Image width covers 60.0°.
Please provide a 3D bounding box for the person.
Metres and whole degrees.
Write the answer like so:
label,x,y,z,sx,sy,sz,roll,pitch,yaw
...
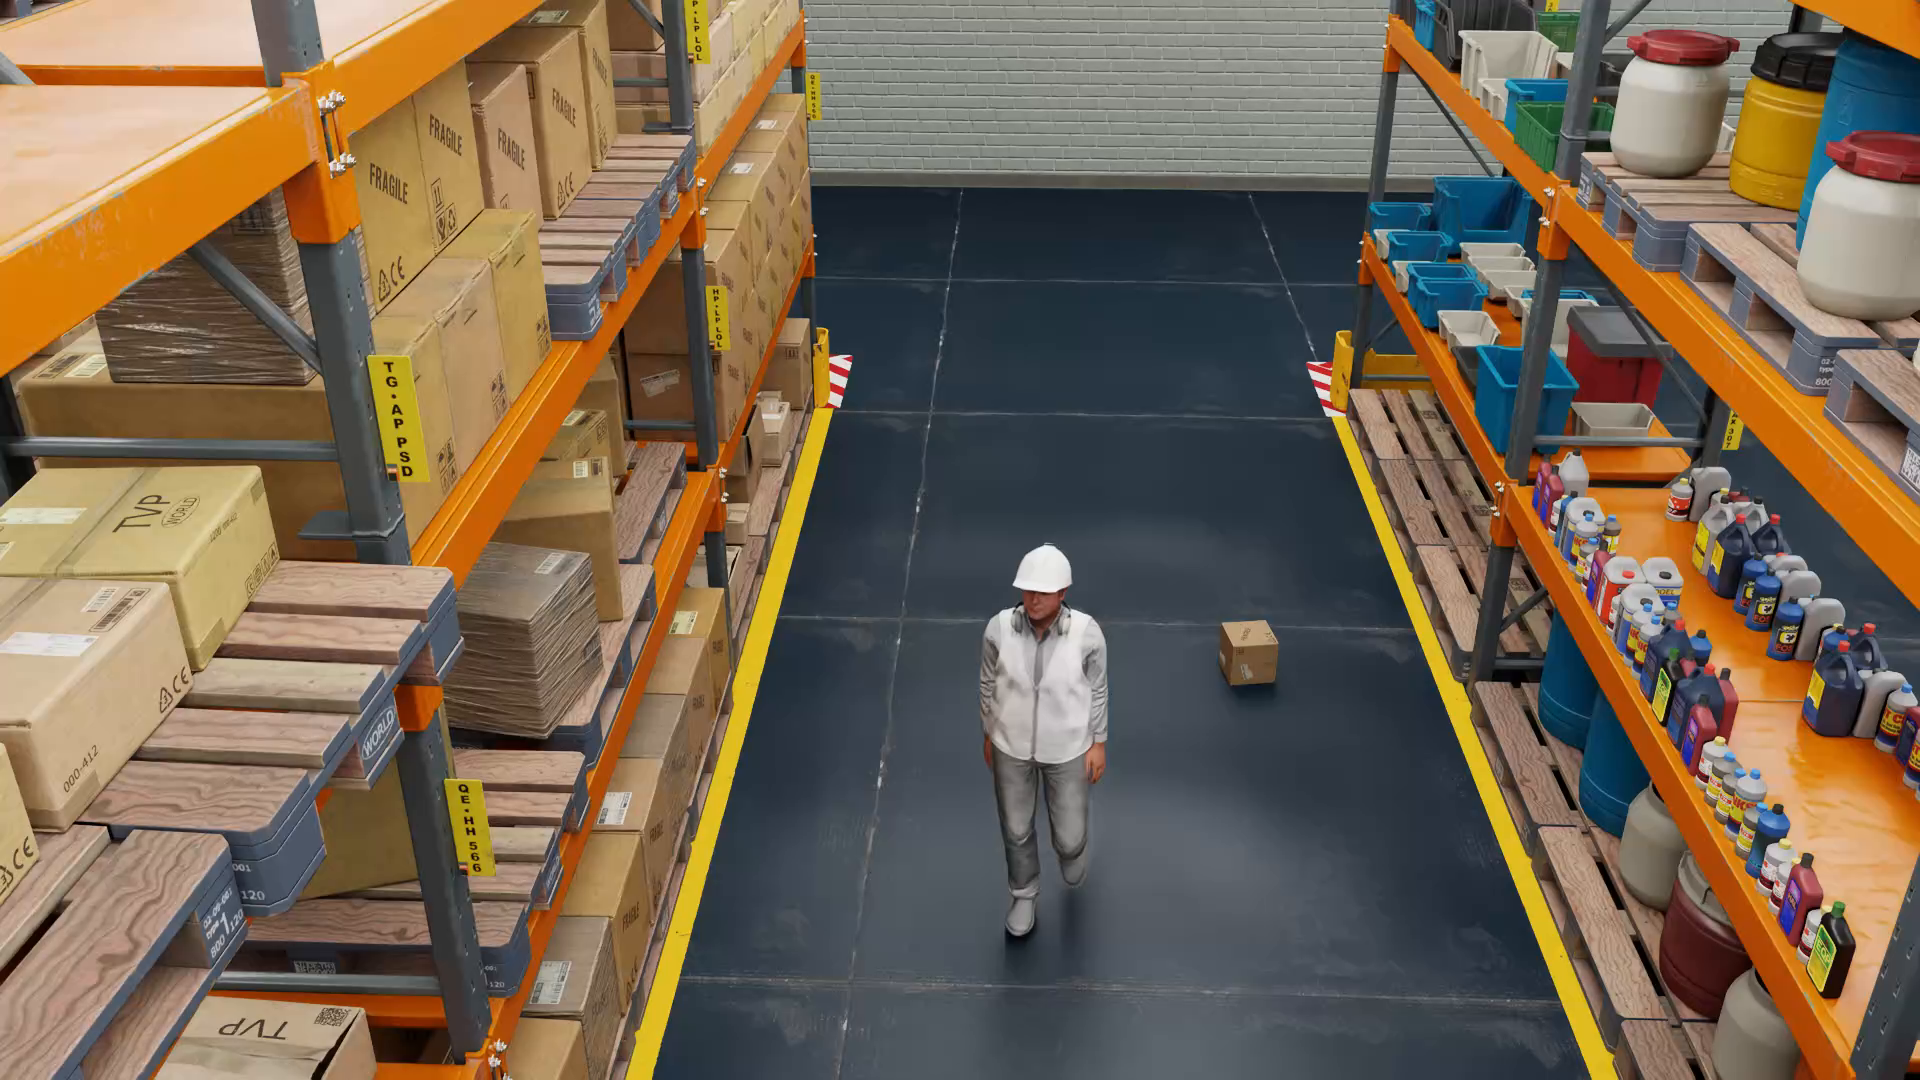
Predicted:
label,x,y,z,sx,sy,sz,roll,pitch,yaw
person,0.343,0.908,7.002,0.453,1.474,0.470,5,28,10
